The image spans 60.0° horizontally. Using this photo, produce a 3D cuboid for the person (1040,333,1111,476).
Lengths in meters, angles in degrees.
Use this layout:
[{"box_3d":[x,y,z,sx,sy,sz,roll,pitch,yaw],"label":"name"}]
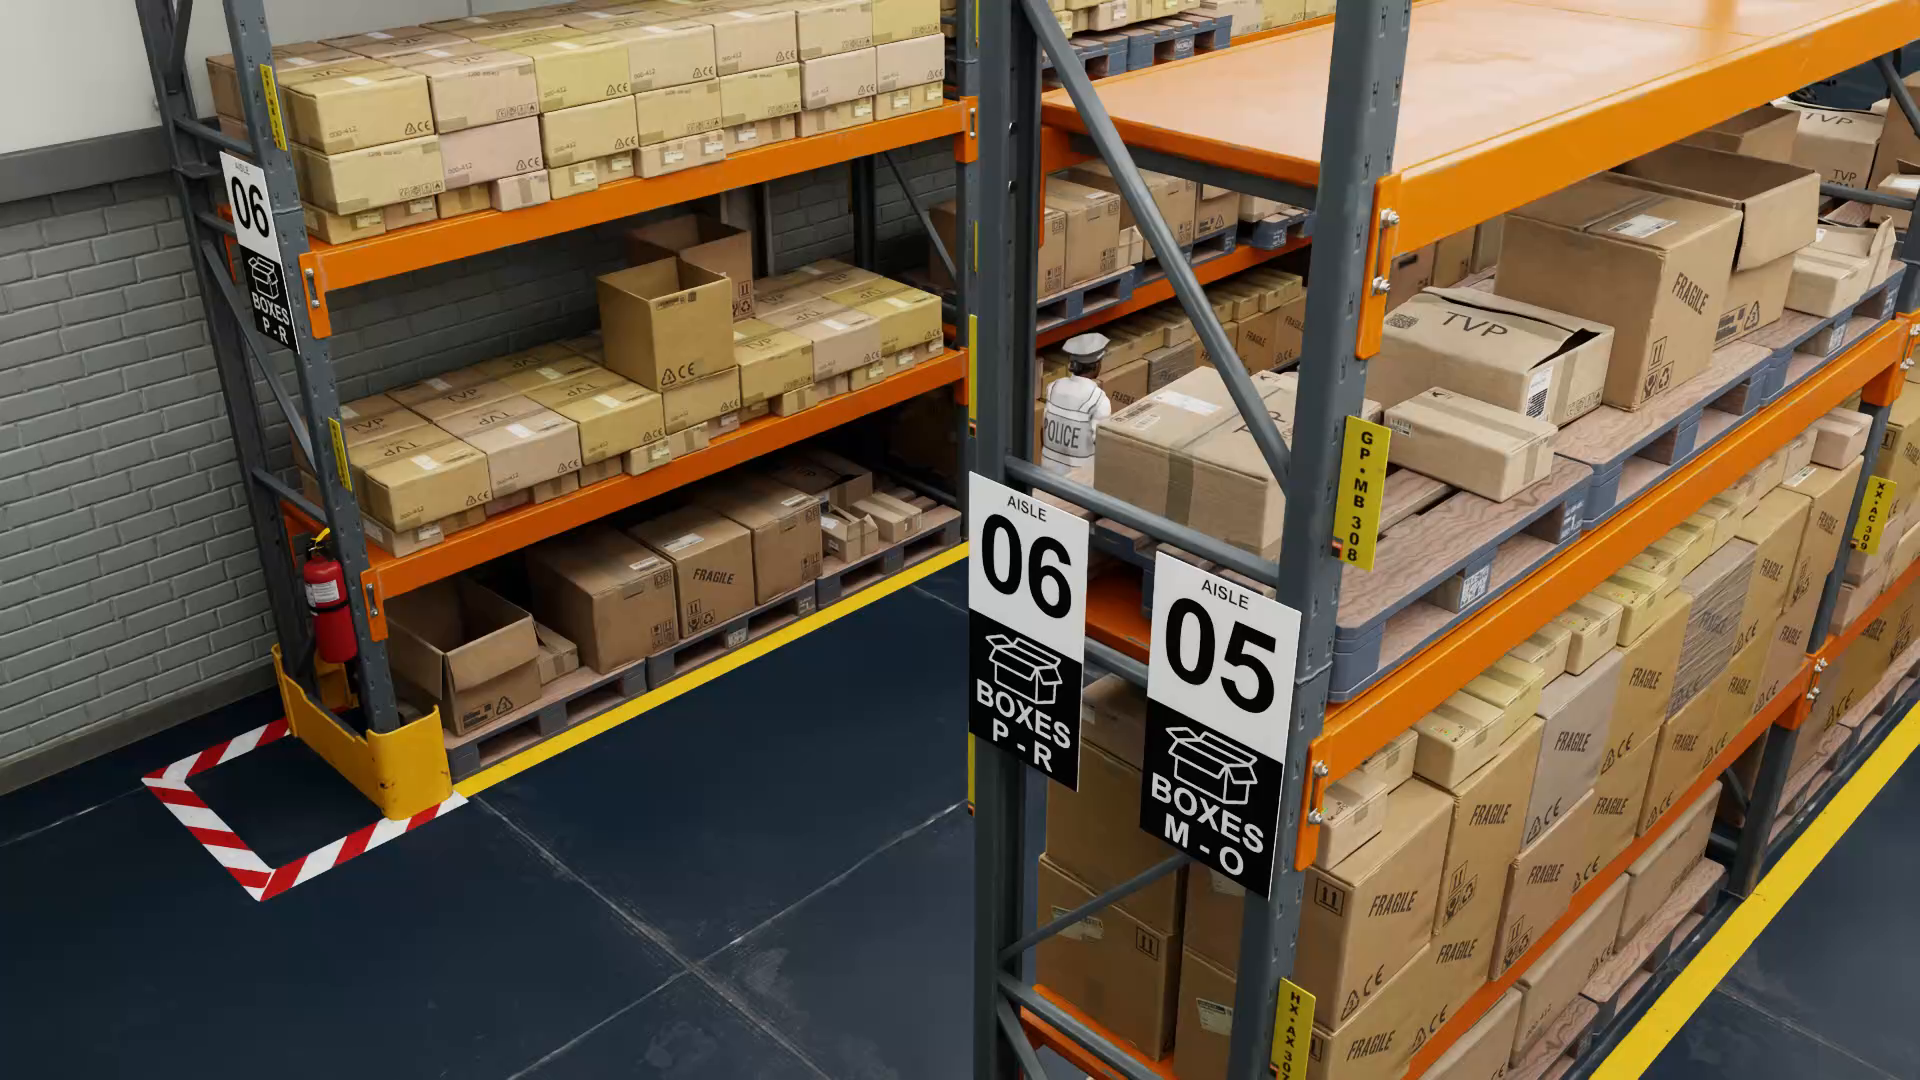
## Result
[{"box_3d":[0.683,-0.356,9.577,0.510,1.659,0.396,23,36,36],"label":"person"}]
